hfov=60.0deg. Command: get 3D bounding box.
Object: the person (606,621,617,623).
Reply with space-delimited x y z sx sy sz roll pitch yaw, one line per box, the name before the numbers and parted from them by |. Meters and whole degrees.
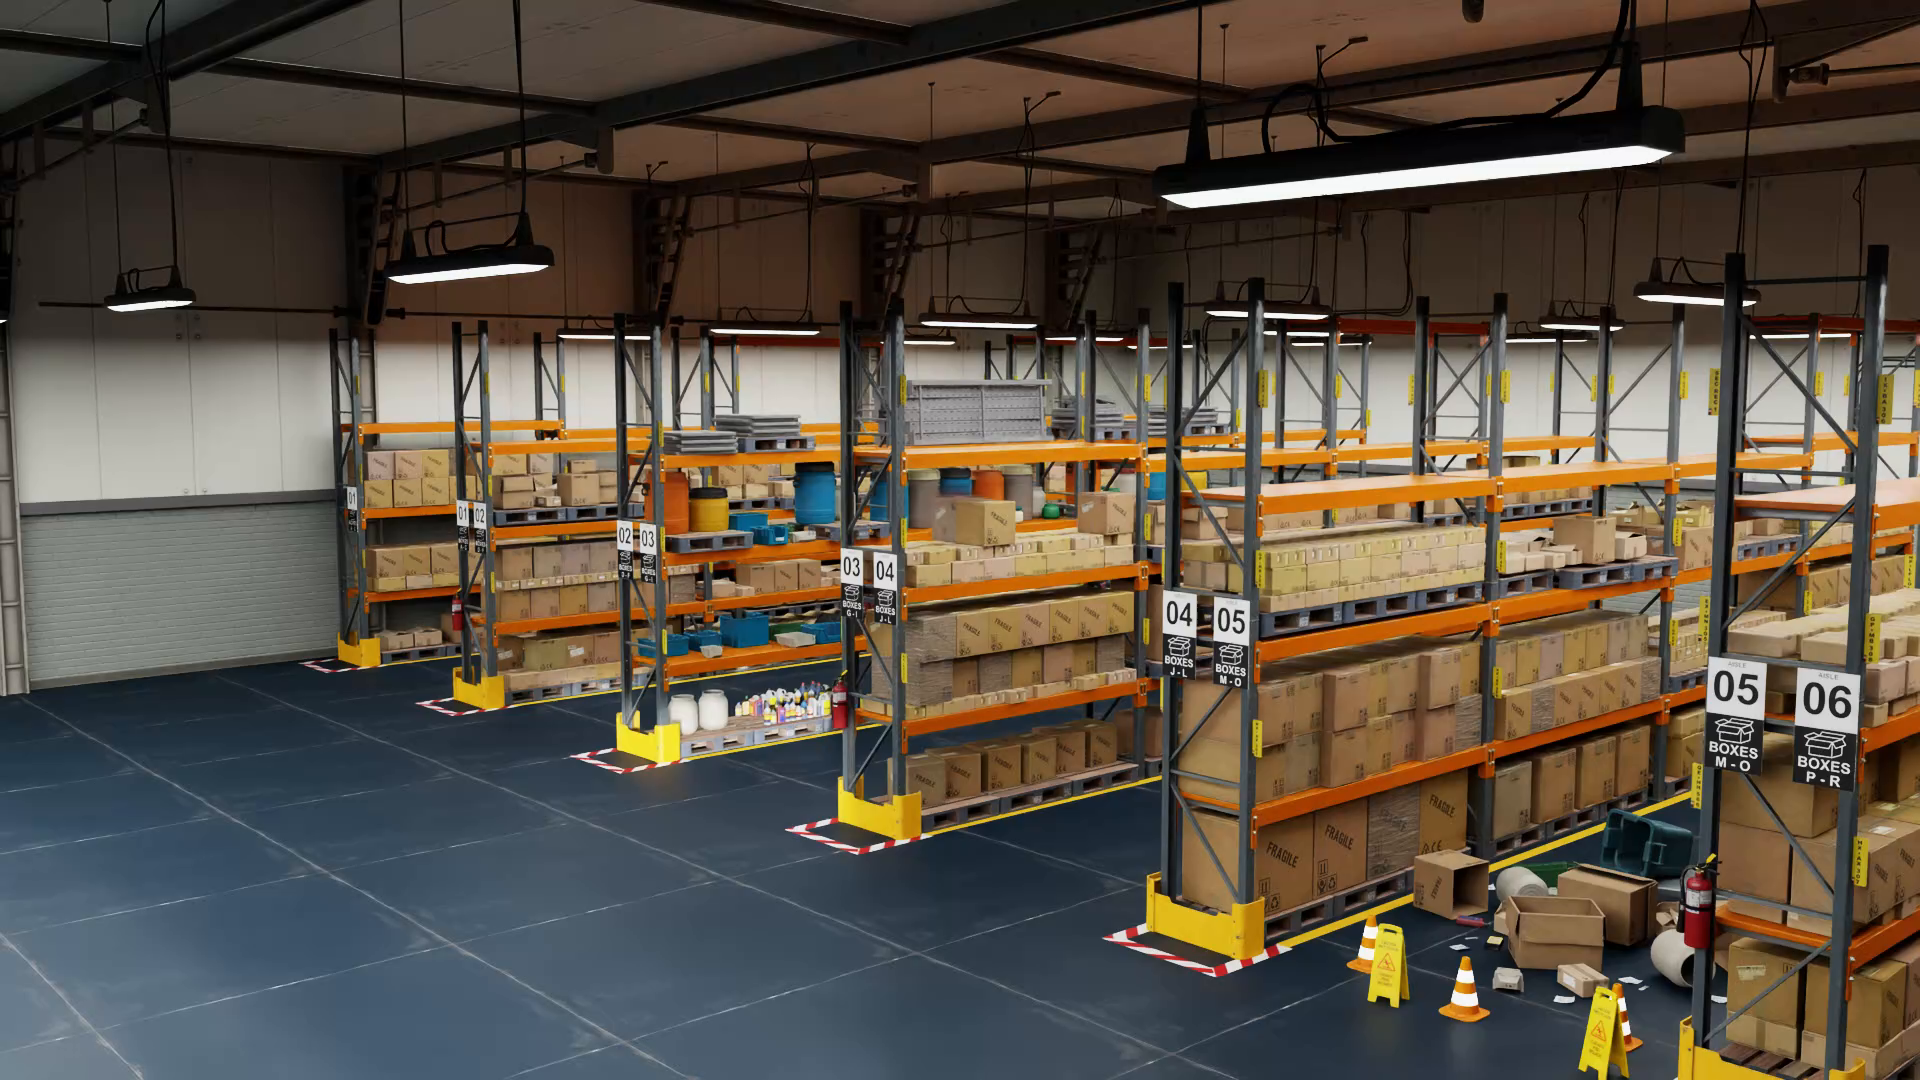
person | -6.323 1.385 29.717 0.504 1.665 0.967 4 7 37
